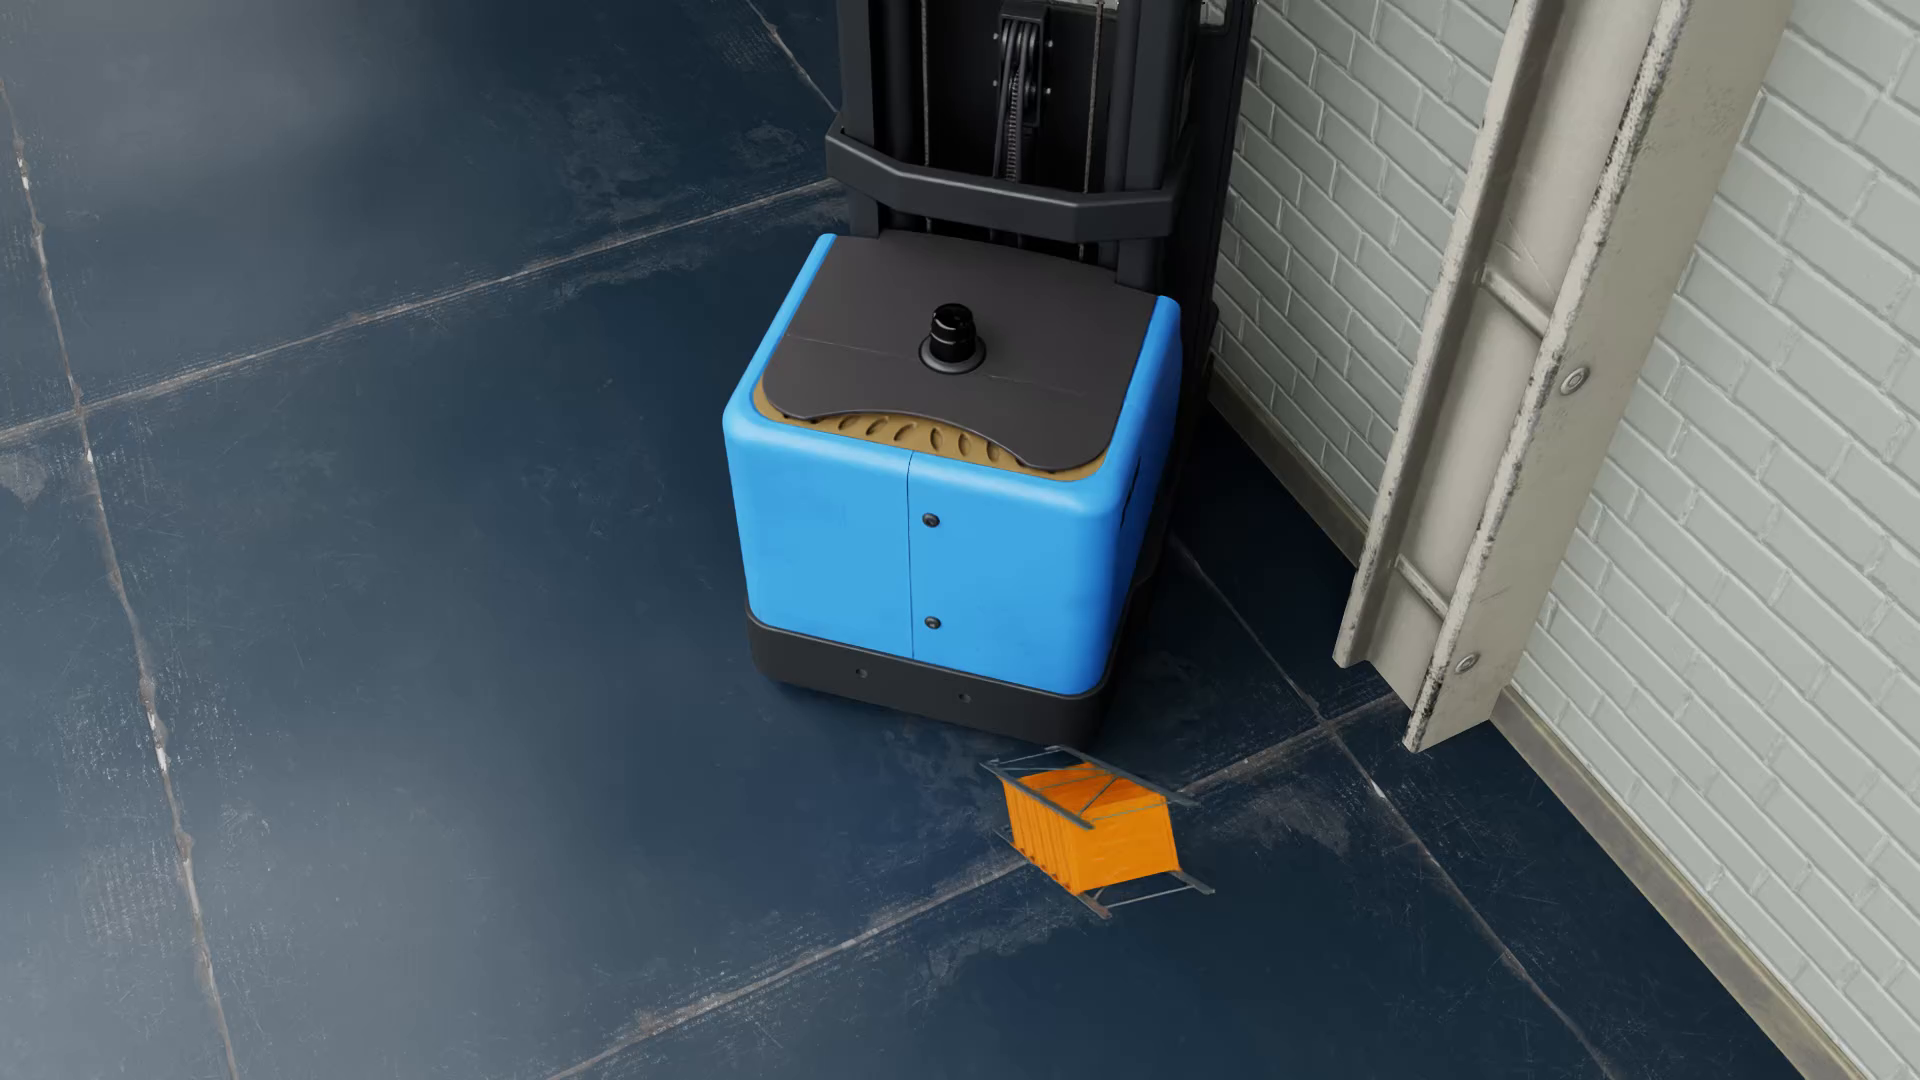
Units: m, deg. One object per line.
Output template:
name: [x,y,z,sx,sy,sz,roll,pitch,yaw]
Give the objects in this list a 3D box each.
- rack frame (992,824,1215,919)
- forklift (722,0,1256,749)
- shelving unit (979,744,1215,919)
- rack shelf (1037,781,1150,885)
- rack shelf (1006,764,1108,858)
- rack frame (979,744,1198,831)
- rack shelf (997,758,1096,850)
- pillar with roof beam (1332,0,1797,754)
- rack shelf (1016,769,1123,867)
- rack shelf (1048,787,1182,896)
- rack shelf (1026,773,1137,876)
rack frame: [0.306,0.756,3.982,0.240,1.200,0.006,-11,91,-10]
forklift: [0.296,-1.518,4.630,1.130,2.935,3.031,12,50,11]
shelving unit: [0.288,0.666,3.981,0.258,1.200,0.189,-11,91,-10]
rack shelf: [0.321,0.662,3.788,0.258,0.103,0.180,-11,91,-10]
rack shelf: [0.260,0.669,4.143,0.258,0.103,0.180,-11,91,-10]
rack frame: [0.270,0.576,3.979,0.240,1.200,0.006,-11,91,-10]
rack shelf: [0.240,0.672,4.261,0.258,0.103,0.180,-11,91,-10]
pillar with roof beam: [-2.497,-1.057,0.196,9.100,9.000,0.400,-21,52,-18]
rack shelf: [0.281,0.667,4.024,0.258,0.103,0.180,-11,91,-10]
rack shelf: [0.341,0.660,3.670,0.258,0.103,0.180,-11,91,-10]
rack shelf: [0.301,0.665,3.906,0.258,0.103,0.180,-11,91,-10]
